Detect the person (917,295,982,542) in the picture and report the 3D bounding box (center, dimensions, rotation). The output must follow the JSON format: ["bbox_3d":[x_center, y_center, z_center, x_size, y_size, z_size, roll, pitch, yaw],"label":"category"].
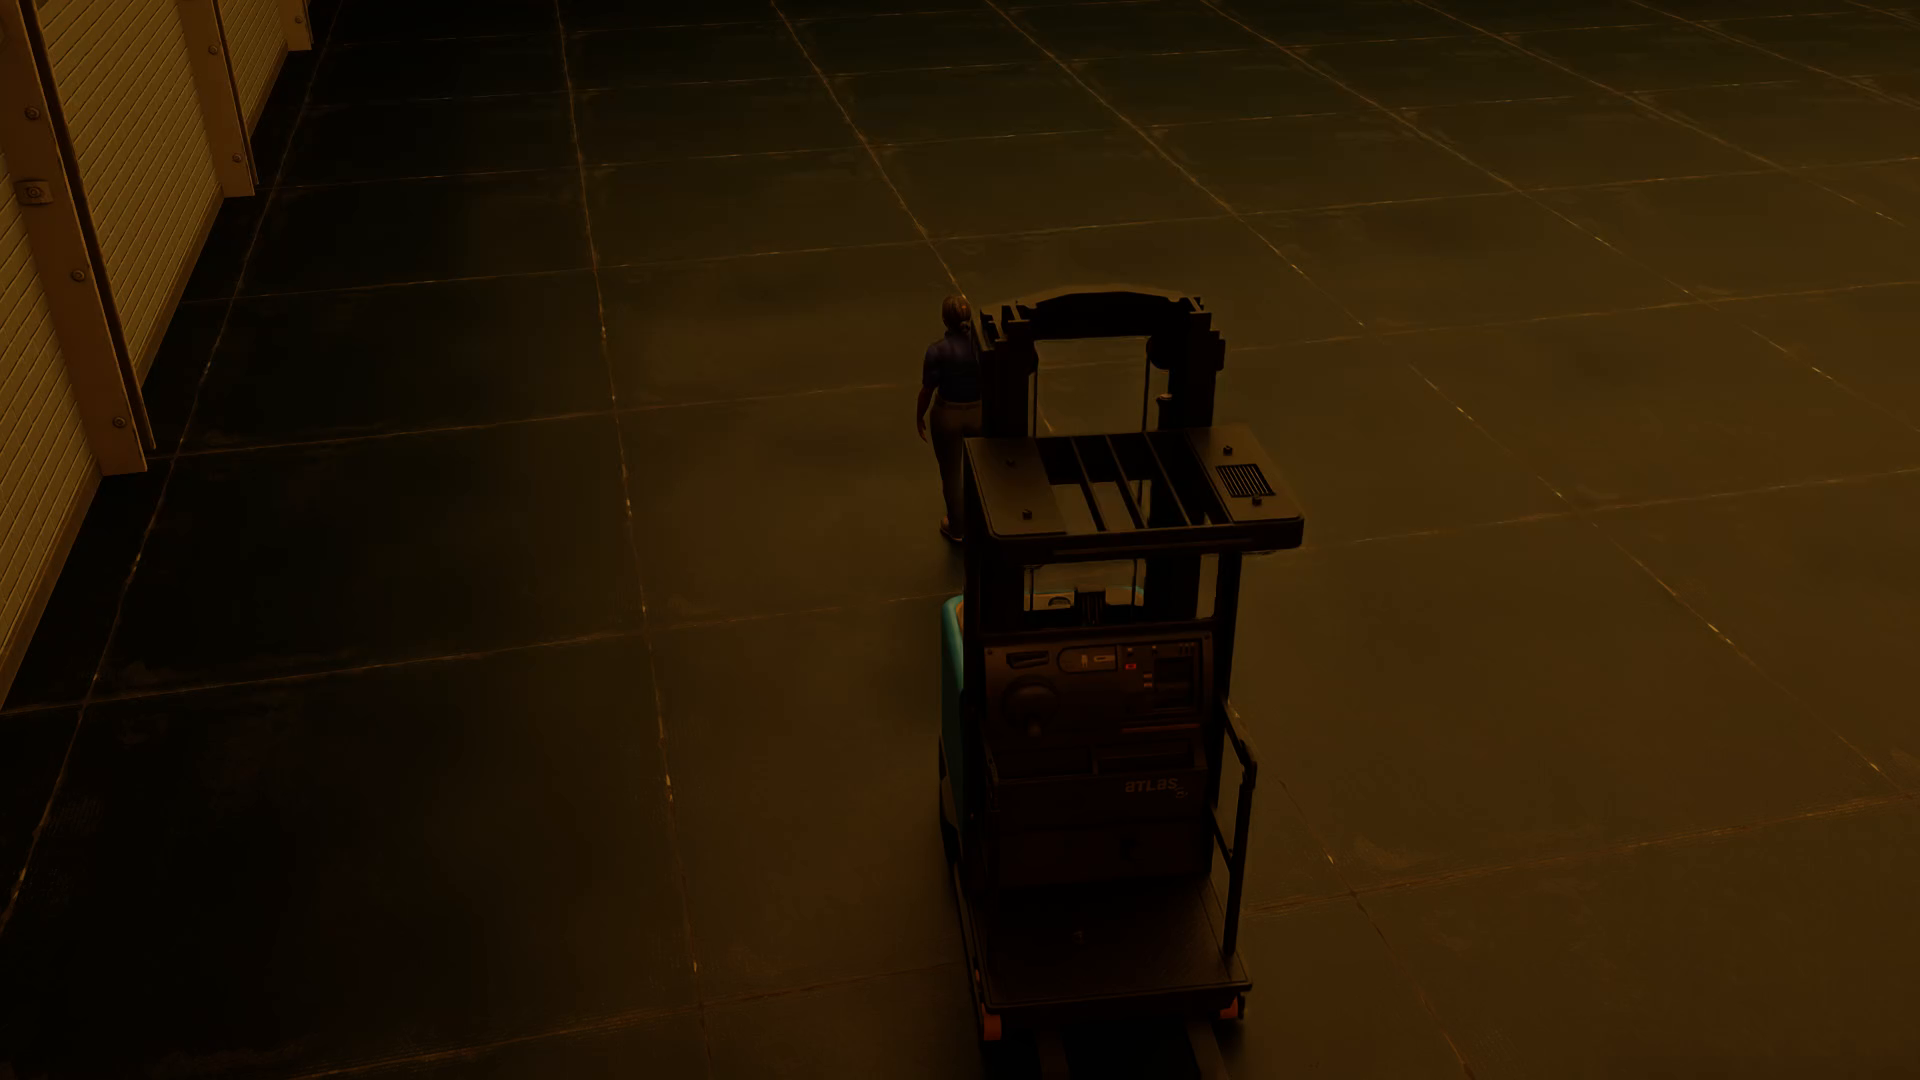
[{"bbox_3d":[-0.001,-0.768,10.160,0.569,1.656,0.503,-7,31,-12],"label":"person"}]

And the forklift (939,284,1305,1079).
[{"bbox_3d":[0.588,0.626,6.492,1.130,2.935,3.031,-4,30,-6],"label":"forklift"}]
